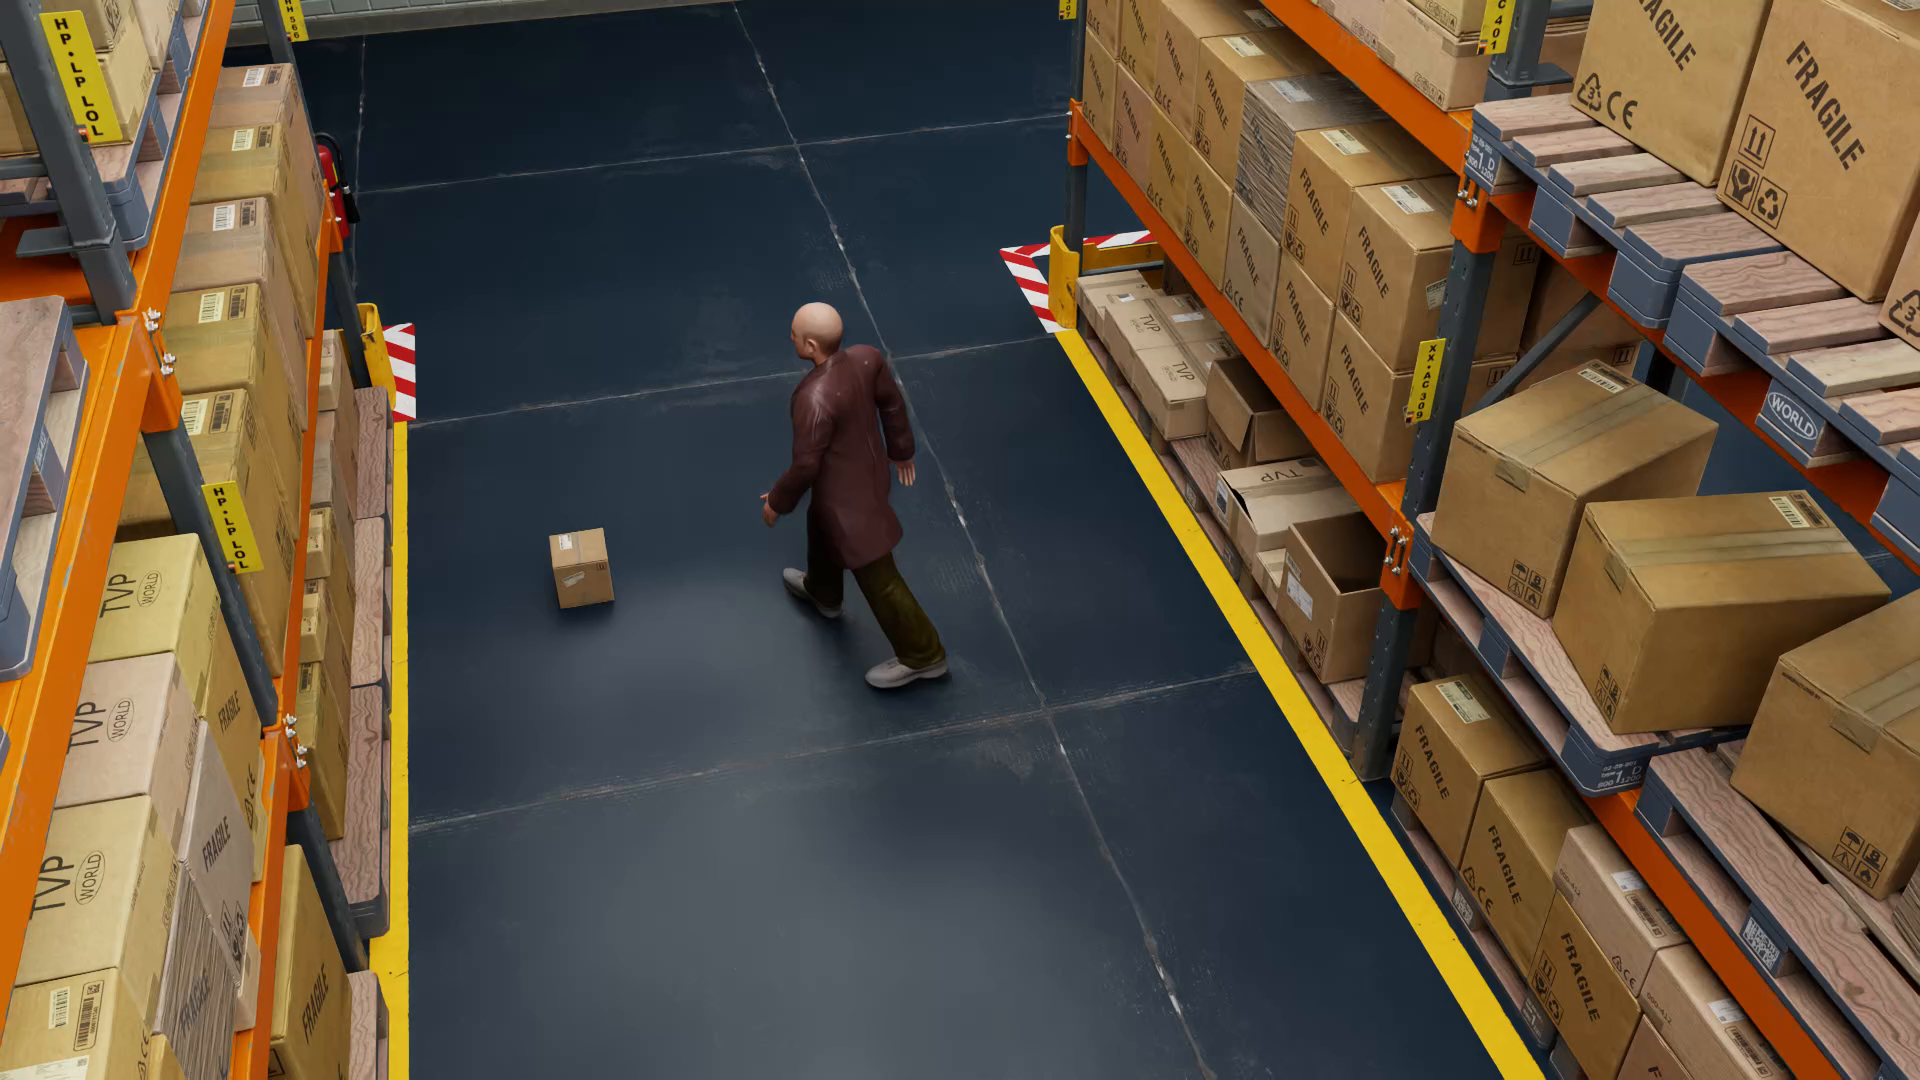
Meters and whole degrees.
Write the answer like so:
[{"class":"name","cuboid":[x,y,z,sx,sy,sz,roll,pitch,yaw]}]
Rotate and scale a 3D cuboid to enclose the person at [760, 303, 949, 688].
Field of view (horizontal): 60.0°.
[{"class":"person","cuboid":[-0.474,-0.227,7.039,0.960,1.711,0.695,13,40,16]}]
